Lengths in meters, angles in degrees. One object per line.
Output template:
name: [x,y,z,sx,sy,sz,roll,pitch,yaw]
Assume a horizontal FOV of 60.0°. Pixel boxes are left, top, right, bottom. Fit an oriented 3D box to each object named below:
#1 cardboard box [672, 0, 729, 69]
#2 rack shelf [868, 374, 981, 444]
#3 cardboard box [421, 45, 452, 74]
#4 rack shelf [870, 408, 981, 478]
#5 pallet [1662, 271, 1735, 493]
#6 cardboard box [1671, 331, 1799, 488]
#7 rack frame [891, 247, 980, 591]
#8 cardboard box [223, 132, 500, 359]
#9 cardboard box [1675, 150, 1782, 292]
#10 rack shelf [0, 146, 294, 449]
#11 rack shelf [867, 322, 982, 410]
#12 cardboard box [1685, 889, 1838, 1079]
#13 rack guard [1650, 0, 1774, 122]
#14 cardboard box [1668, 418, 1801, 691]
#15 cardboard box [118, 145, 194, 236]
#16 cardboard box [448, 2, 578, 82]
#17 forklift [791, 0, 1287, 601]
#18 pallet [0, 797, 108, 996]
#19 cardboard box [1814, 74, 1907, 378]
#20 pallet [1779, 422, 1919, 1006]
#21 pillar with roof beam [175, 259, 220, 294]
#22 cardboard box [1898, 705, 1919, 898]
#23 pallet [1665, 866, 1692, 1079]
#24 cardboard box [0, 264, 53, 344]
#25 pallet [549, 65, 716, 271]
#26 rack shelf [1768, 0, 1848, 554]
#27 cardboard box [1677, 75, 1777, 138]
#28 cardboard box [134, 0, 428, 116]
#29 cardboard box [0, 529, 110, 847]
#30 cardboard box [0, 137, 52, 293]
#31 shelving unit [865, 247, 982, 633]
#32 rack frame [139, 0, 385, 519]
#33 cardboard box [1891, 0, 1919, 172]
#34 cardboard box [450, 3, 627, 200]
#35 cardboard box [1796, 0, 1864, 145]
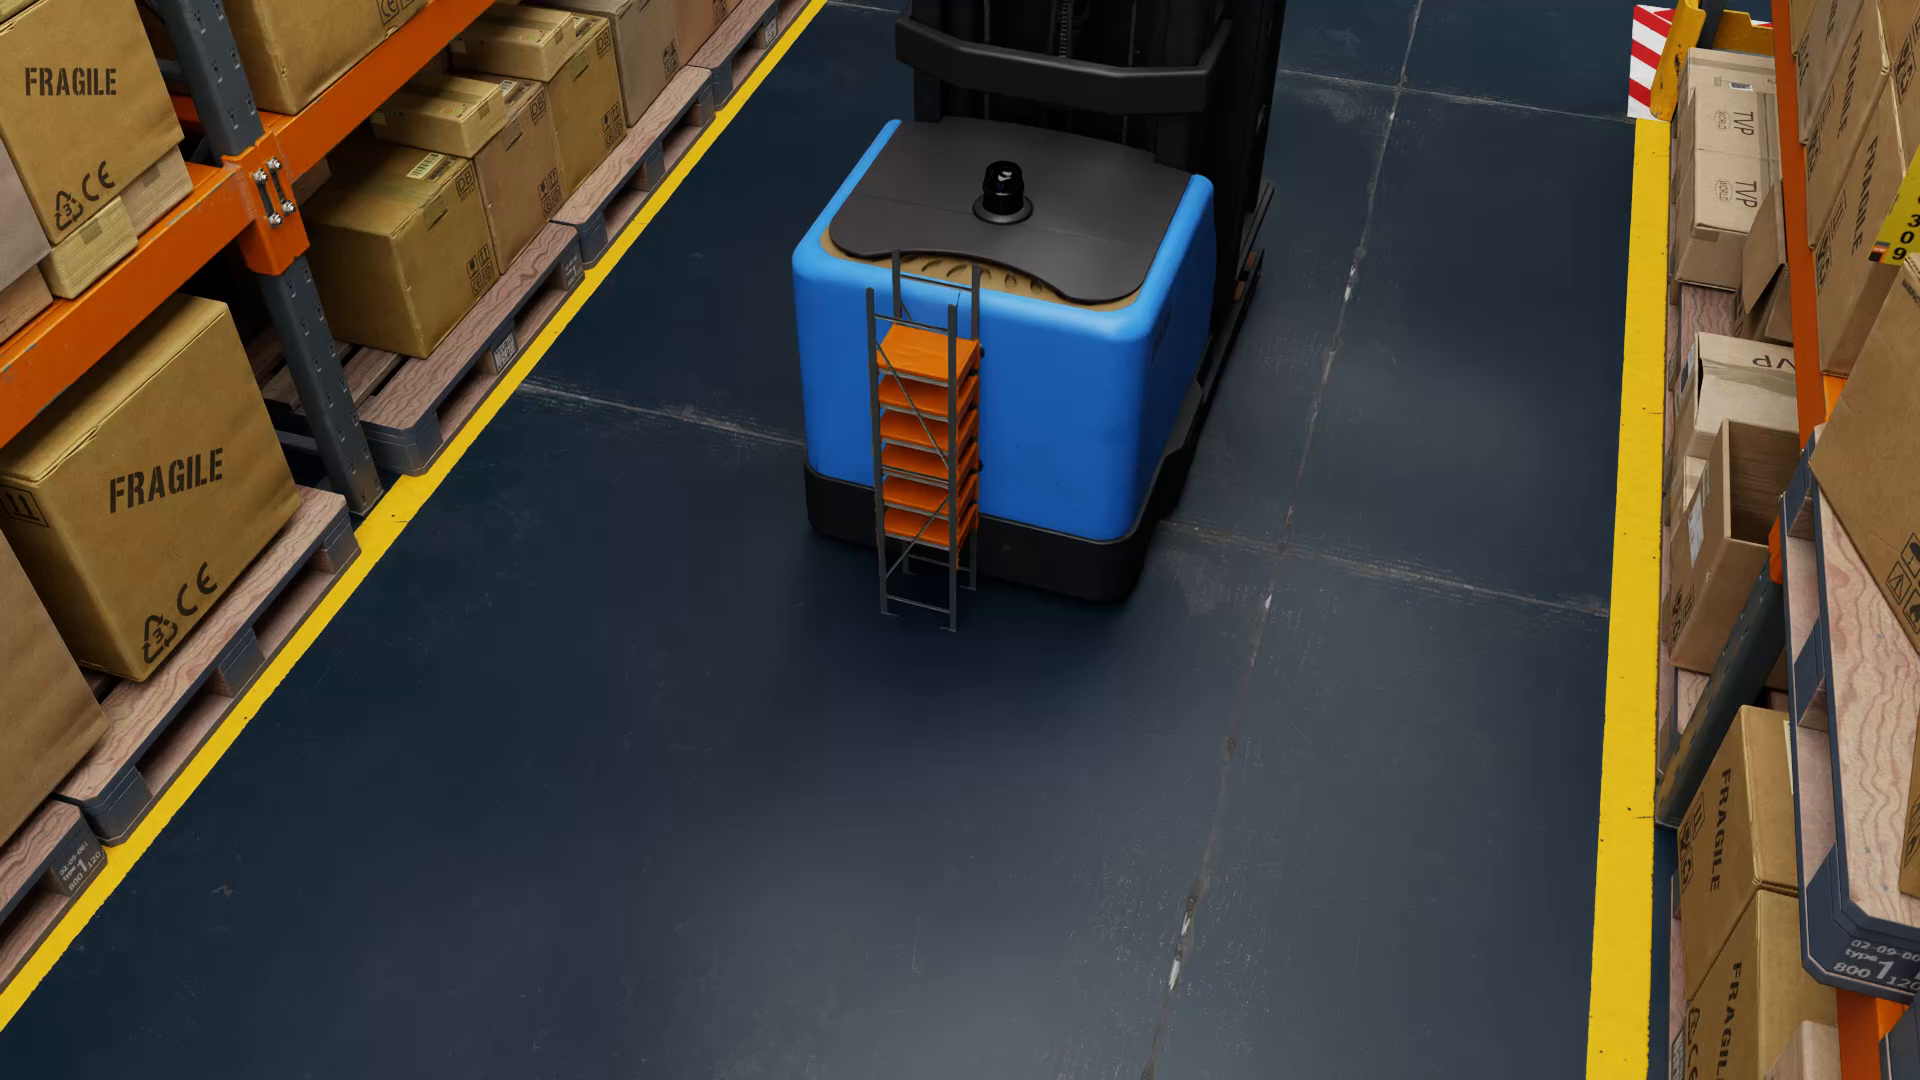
cardboard box: [-1.420,-2.389,7.033,0.700,0.500,0.500,12,46,12]
rack shelf: [-0.094,-0.380,4.501,0.258,0.103,0.180,14,46,14]
cardboard box: [-2.035,-1.725,5.891,0.380,0.149,0.250,11,45,11]
rack shelf: [-0.094,-0.294,4.585,0.258,0.103,0.180,14,46,14]
pallet: [2.936,-0.517,5.627,1.003,0.211,1.213,13,46,13]
cardboard box: [2.488,-0.376,5.098,0.500,0.311,0.500,13,46,13]
rack frame: [-0.064,-0.301,4.700,0.240,1.200,0.006,14,46,14]
cardboard box: [-2.039,-1.020,5.635,0.700,0.500,0.500,13,46,13]
cardboard box: [2.832,-1.112,5.893,0.500,0.250,0.500,13,46,13]
rack shelf: [-2.969,0.303,3.310,1.077,0.370,4.000,13,46,13]
rack shelf: [-0.094,-0.466,4.417,0.258,0.103,0.180,14,46,14]
cardboard box: [1.829,1.125,3.429,0.500,0.500,0.500,13,46,13]
rack guard: [3.547,-1.962,6.898,1.175,0.500,0.348,13,46,13]
cardboard box: [2.261,0.056,4.521,0.500,0.500,0.500,13,46,13]
cardboard box: [-2.196,-0.919,4.210,0.380,0.149,0.250,13,46,13]
cardboard box: [-1.604,-1.790,5.958,0.380,0.149,0.250,11,46,11]
forklift: [0.486,-1.914,5.110,1.130,2.935,3.031,14,46,14]
pallet: [-2.893,1.056,4.020,1.003,0.211,1.213,13,46,13]
cardboard box: [2.266,-0.664,3.712,0.500,0.500,0.500,13,46,13]
pallet: [2.013,0.338,2.897,1.003,0.211,1.213,13,46,13]
pillar with roof beam: [1.127,-3.169,2.055,9.100,9.000,0.400,13,46,13]
cardboard box: [1.855,0.314,2.413,0.700,0.500,0.500,19,48,19]
pallet: [2.149,1.307,3.764,1.003,0.211,1.213,13,46,13]
cardboard box: [-2.371,-0.583,3.866,0.380,0.149,0.250,14,46,14]
pallet: [-1.691,-1.596,6.731,1.003,0.211,1.213,13,46,12]
rack shelf: [2.965,-1.316,4.965,1.077,0.370,4.000,13,46,13]
cardboard box: [3.040,-1.678,6.531,0.380,0.166,0.250,13,46,13]
cardboard box: [-2.183,-1.752,4.682,0.980,0.700,0.700,13,46,13]
cardboard box: [-2.703,0.385,3.948,0.750,0.750,0.750,14,46,14]
cardboard box: [-2.408,-0.733,3.556,0.500,0.500,0.500,13,46,13]
shelving unit: [-0.094,-0.240,4.638,0.258,1.200,0.189,14,46,14]
rack frame: [-2.363,-1.287,4.420,1.000,3.000,0.127,13,46,13]
cardboard box: [2.265,-1.025,3.367,0.500,0.500,0.500,13,46,13]
cardboard box: [-1.726,-1.696,6.326,0.700,0.500,0.500,14,46,13]
cardboard box: [2.574,-1.350,4.414,0.500,0.500,0.500,14,46,13]
